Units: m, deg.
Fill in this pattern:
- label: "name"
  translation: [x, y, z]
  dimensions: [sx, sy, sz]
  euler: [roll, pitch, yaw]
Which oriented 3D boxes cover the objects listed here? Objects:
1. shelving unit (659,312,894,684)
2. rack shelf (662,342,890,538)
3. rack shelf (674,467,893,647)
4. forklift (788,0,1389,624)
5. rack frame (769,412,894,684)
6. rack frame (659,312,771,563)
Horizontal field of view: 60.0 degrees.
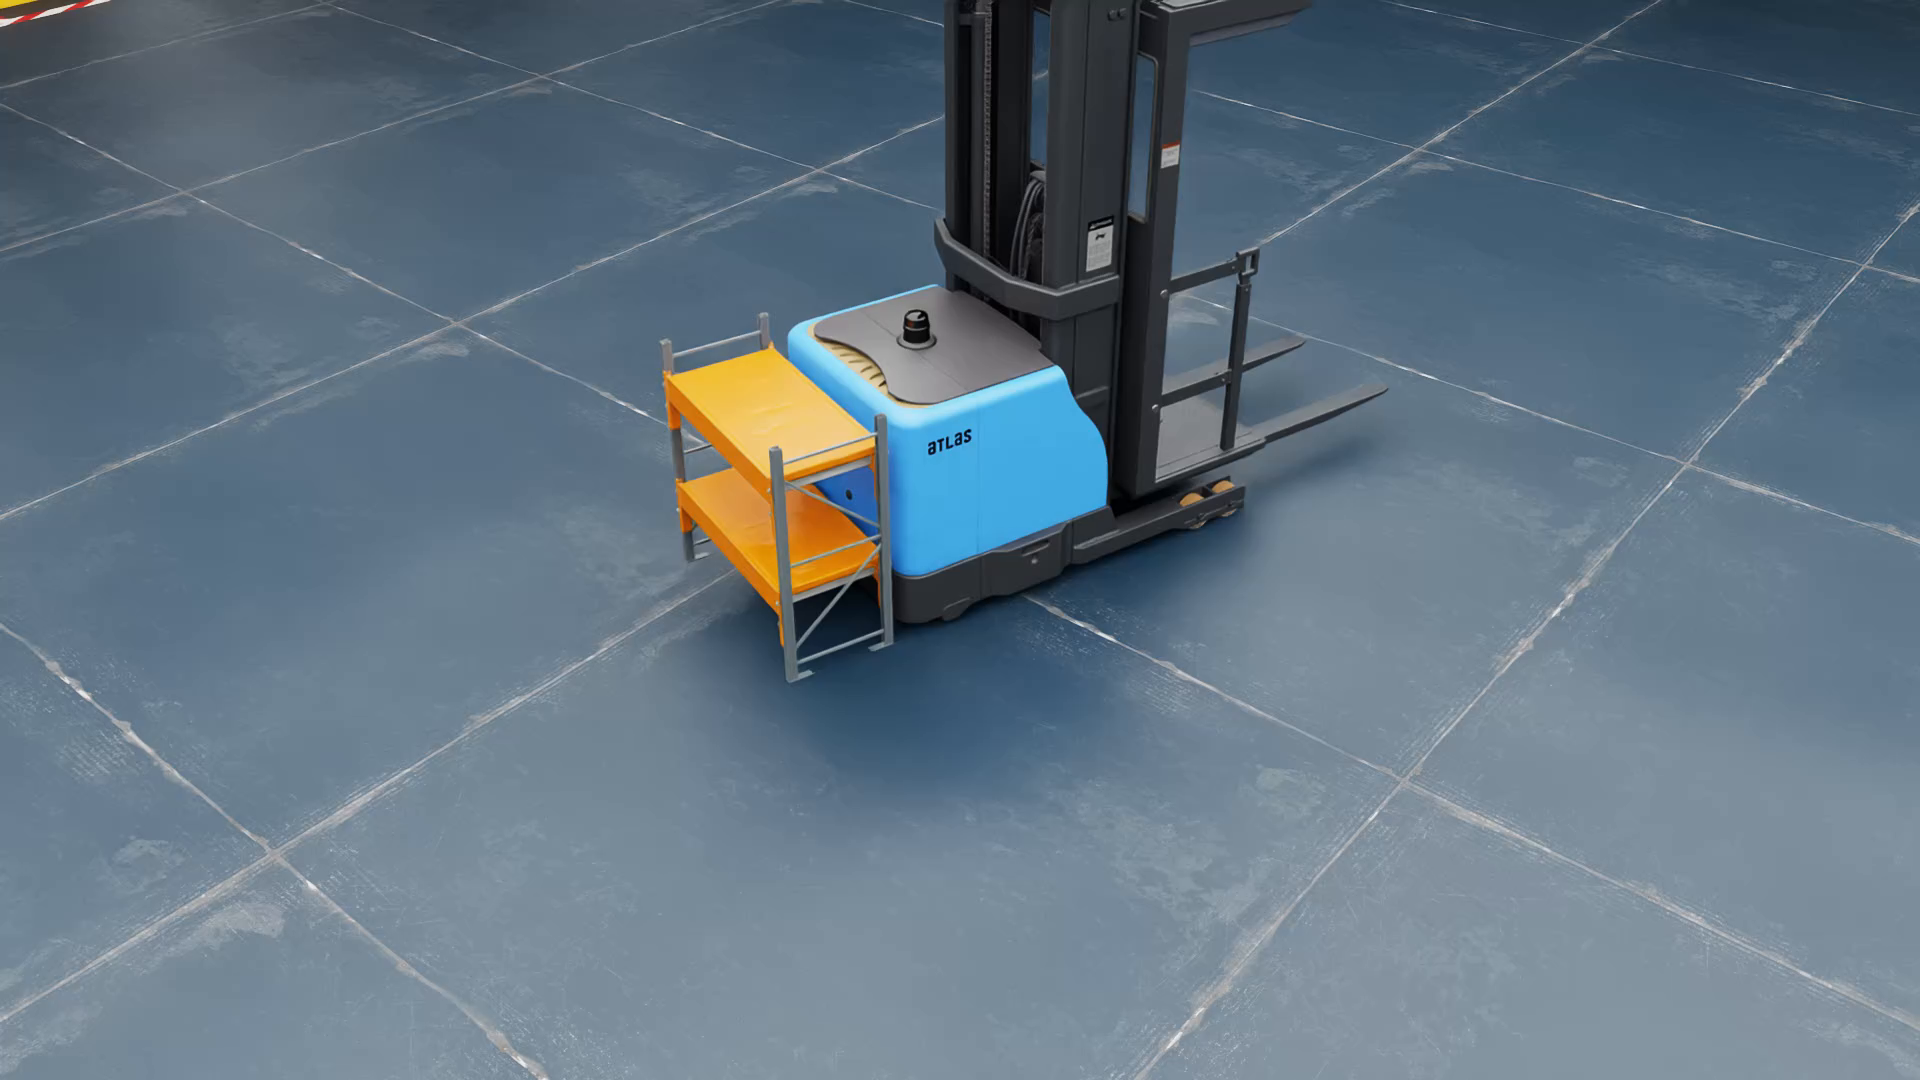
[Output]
- label: "shelving unit"
  translation: [-0.773, -0.196, 7.041]
  dimensions: [0.538, 1.125, 1.048]
  euler: [-20, 39, -26]
- label: "rack shelf"
  translation: [-0.773, -0.437, 6.875]
  dimensions: [0.538, 0.278, 1.000]
  euler: [-20, 39, -26]
- label: "rack shelf"
  translation: [-0.773, 0.006, 7.180]
  dimensions: [0.538, 0.278, 1.000]
  euler: [-20, 39, -26]
- label: "forklift"
  translation: [0.748, -1.489, 7.329]
  dimensions: [3.031, 2.935, 1.130]
  euler: [-21, 39, -27]
- label: "rack frame"
  translation: [-0.503, 0.048, 6.686]
  dimensions: [0.500, 1.125, 0.032]
  euler: [-20, 39, -26]
- label: "rack frame"
  translation: [-1.044, -0.439, 7.396]
  dimensions: [0.500, 1.125, 0.032]
  euler: [-20, 39, -26]
